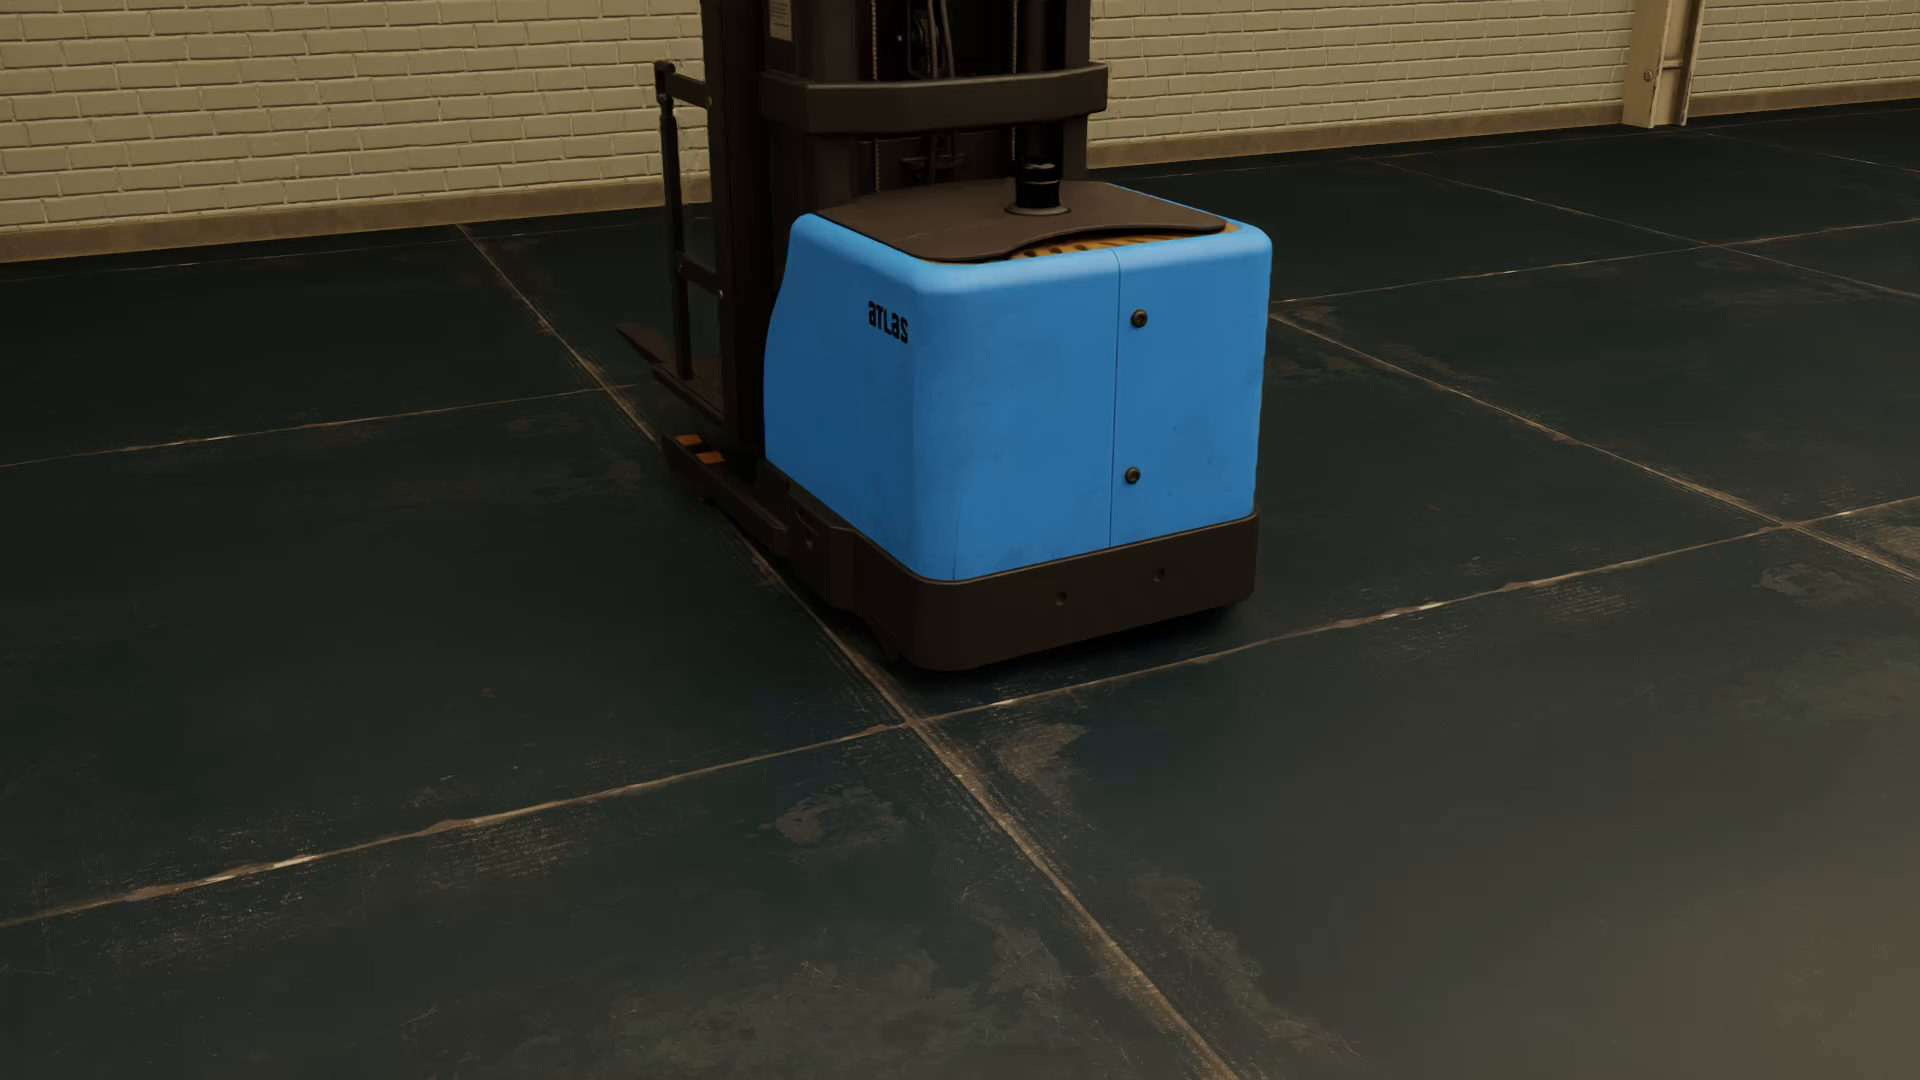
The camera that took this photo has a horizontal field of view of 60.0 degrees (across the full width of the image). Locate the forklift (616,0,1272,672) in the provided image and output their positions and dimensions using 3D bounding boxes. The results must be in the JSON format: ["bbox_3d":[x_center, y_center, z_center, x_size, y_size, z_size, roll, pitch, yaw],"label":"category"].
[{"bbox_3d":[-0.338,-1.551,5.019,1.130,2.935,3.031,-12,25,-26],"label":"forklift"}]
